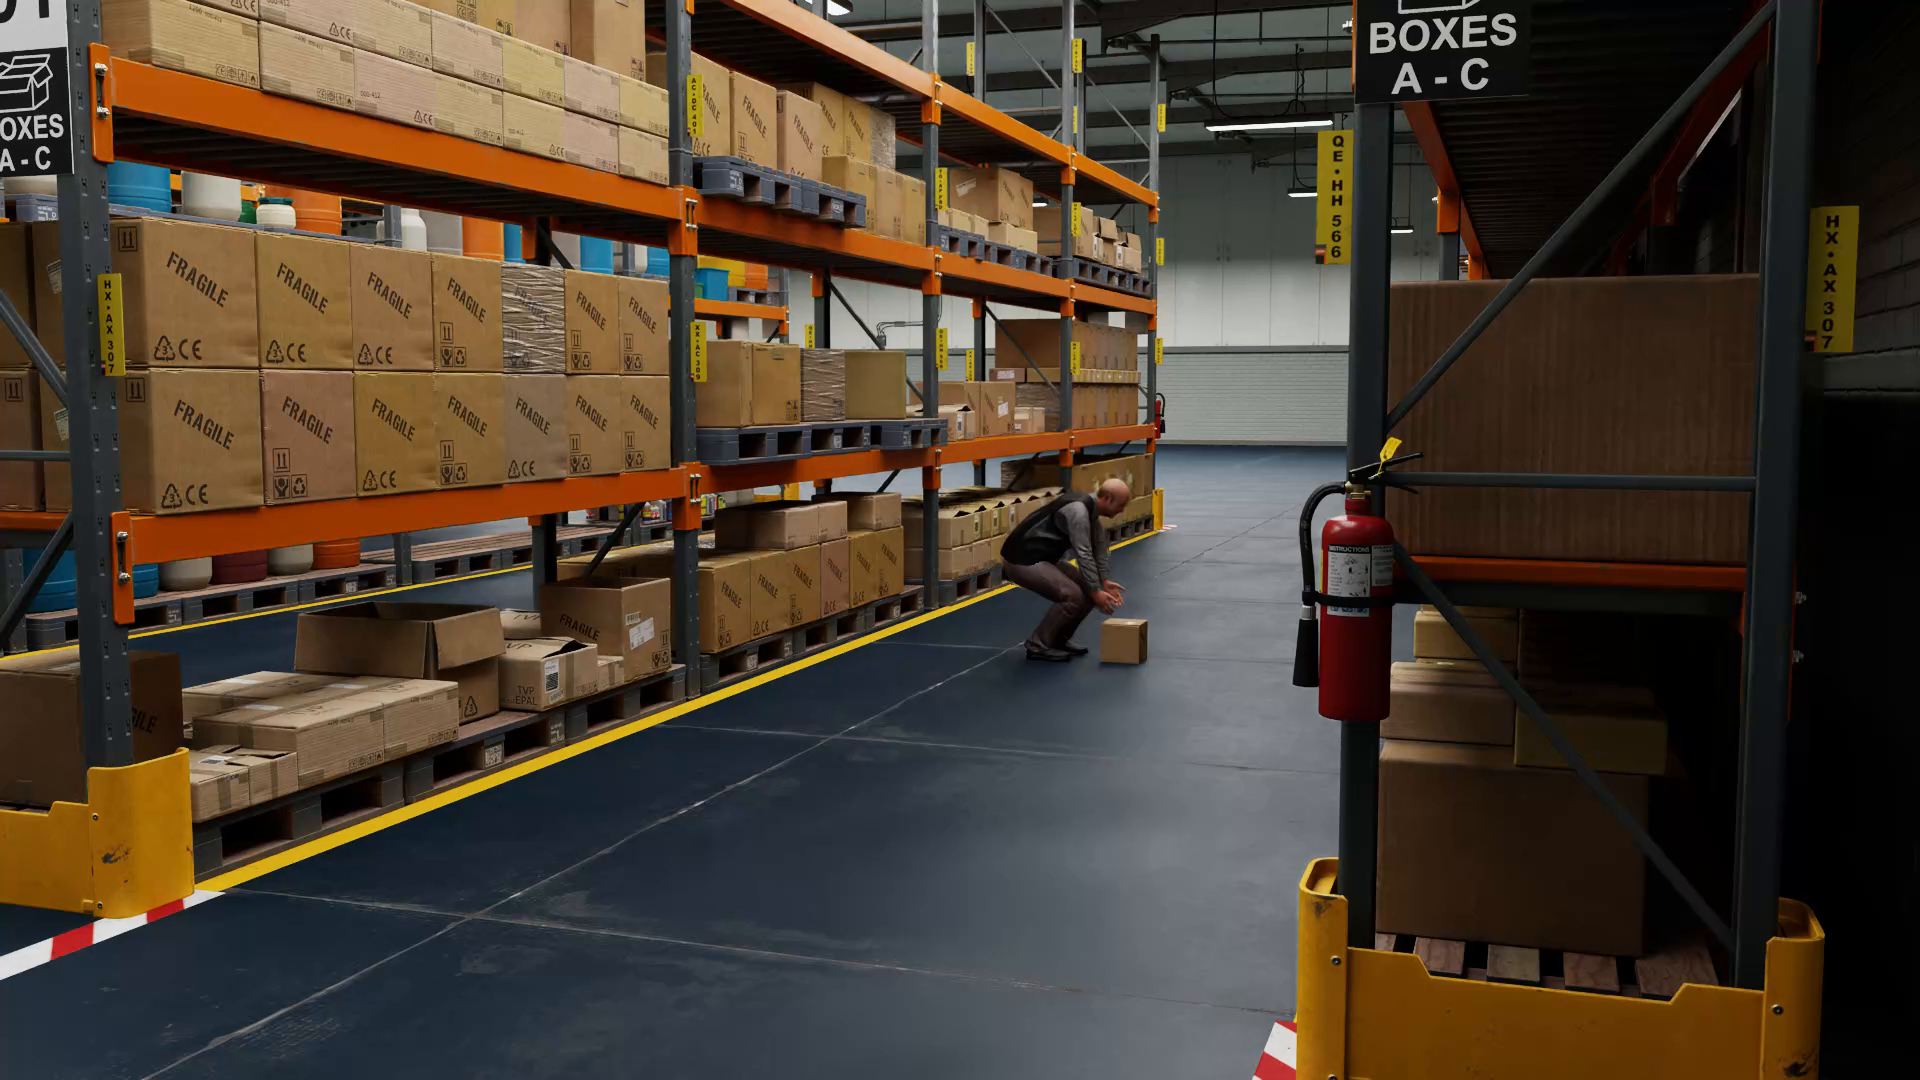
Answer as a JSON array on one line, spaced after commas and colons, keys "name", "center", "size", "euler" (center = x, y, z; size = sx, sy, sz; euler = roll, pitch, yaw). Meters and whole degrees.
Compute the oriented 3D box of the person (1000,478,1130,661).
[{"name": "person", "center": [0.689, 0.178, 10.754], "size": [0.814, 1.168, 0.573], "euler": [2, 5, 19]}]
